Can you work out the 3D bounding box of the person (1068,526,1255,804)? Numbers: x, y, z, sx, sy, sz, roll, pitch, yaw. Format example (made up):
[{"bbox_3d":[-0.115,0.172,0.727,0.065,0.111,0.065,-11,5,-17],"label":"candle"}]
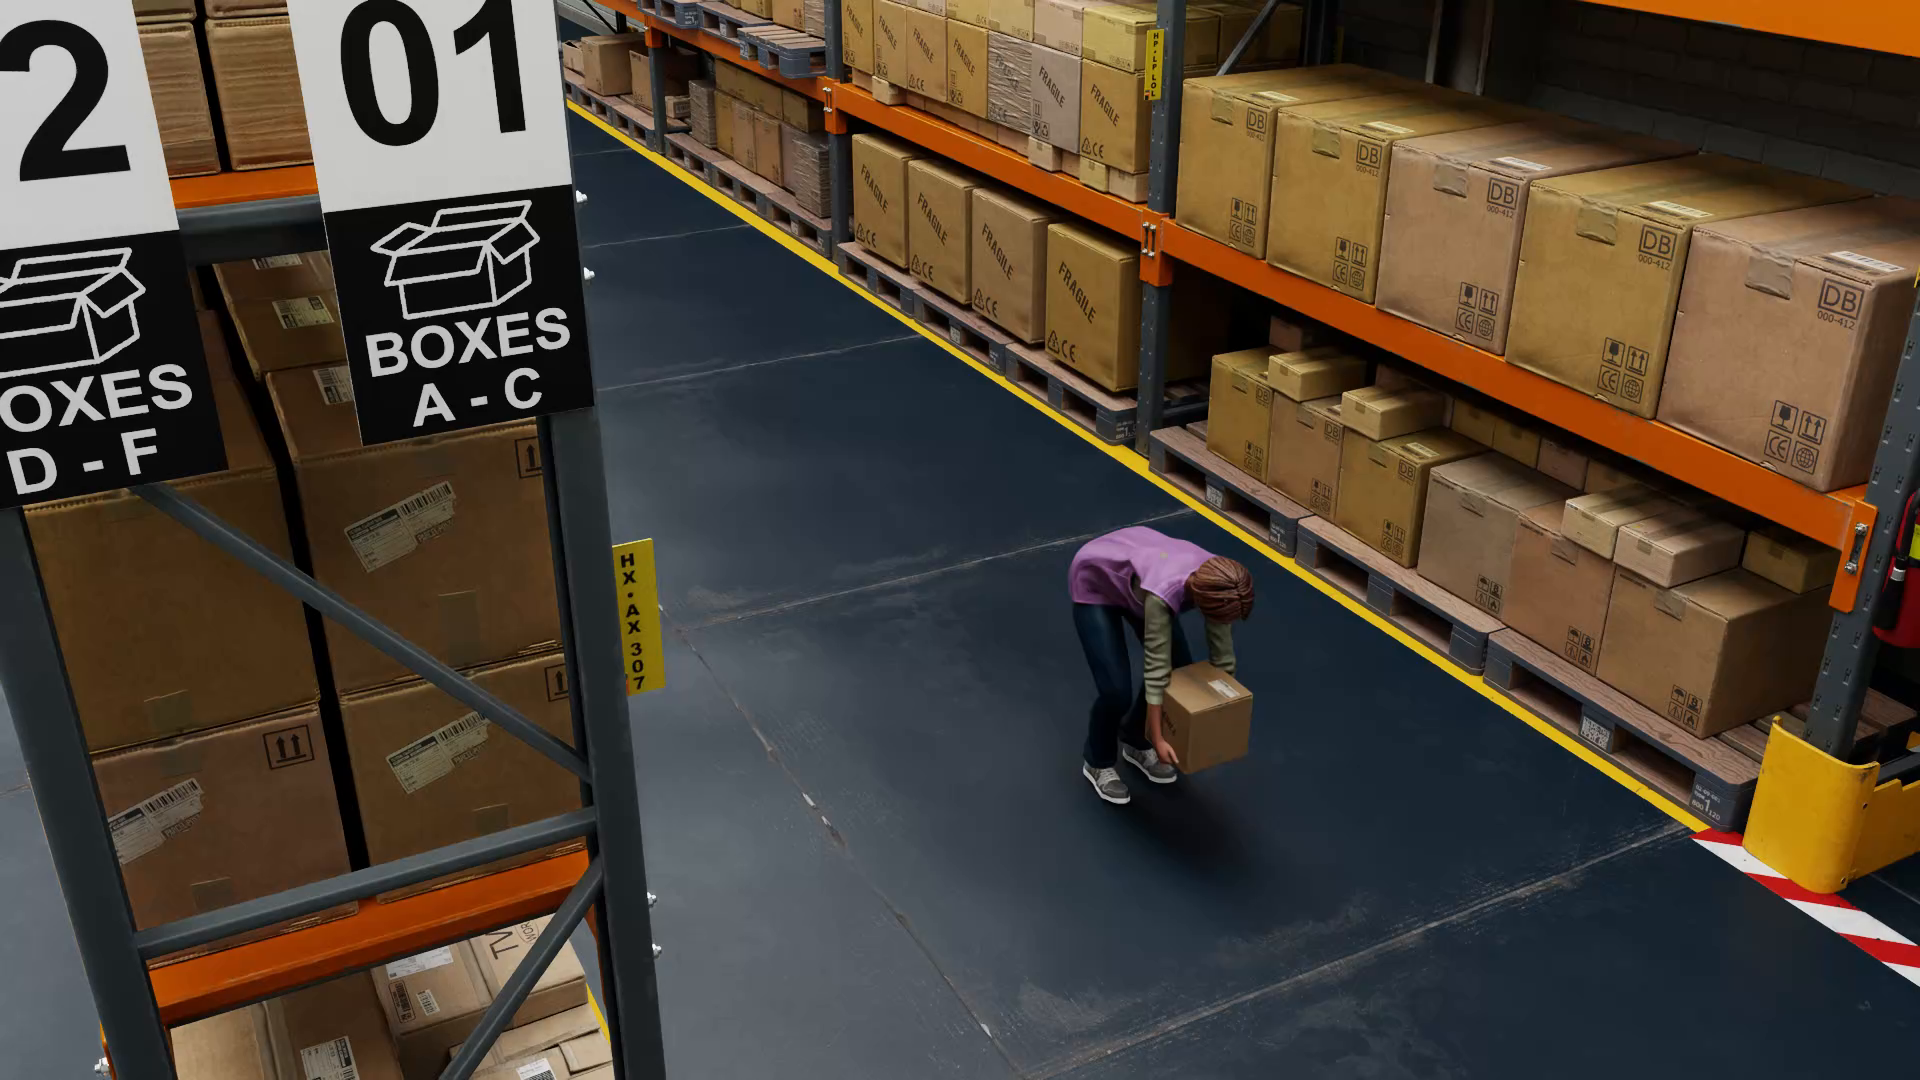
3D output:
[{"bbox_3d":[0.692,0.449,5.775,0.402,1.094,0.846,-14,29,-27],"label":"person"}]
